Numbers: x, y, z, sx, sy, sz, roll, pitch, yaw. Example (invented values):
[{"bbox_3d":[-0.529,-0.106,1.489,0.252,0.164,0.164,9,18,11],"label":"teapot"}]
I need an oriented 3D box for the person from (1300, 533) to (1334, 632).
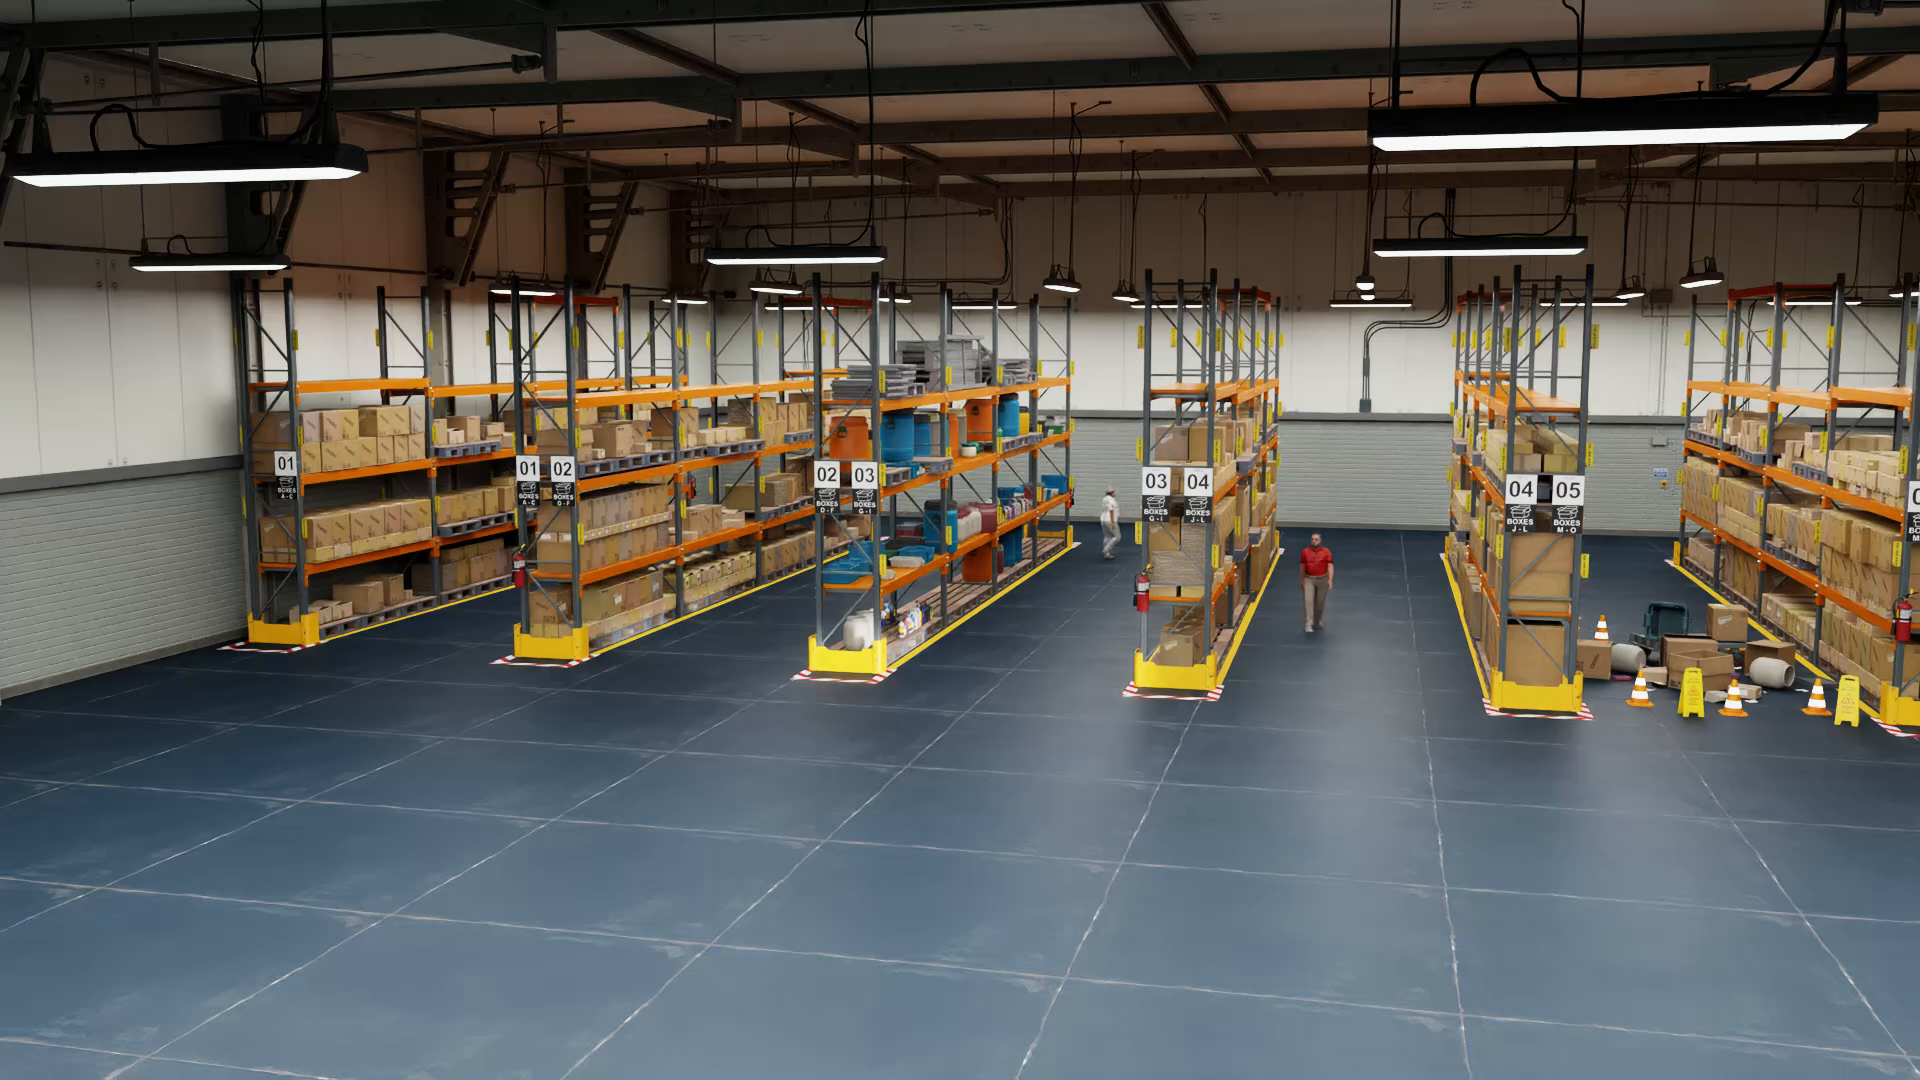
[{"bbox_3d":[6.128,0.726,28.581,0.563,1.671,1.011,1,7,10],"label":"person"}]

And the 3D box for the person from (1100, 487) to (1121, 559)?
[{"bbox_3d":[3.418,-0.394,38.179,0.489,1.662,0.540,-3,7,-21],"label":"person"}]
